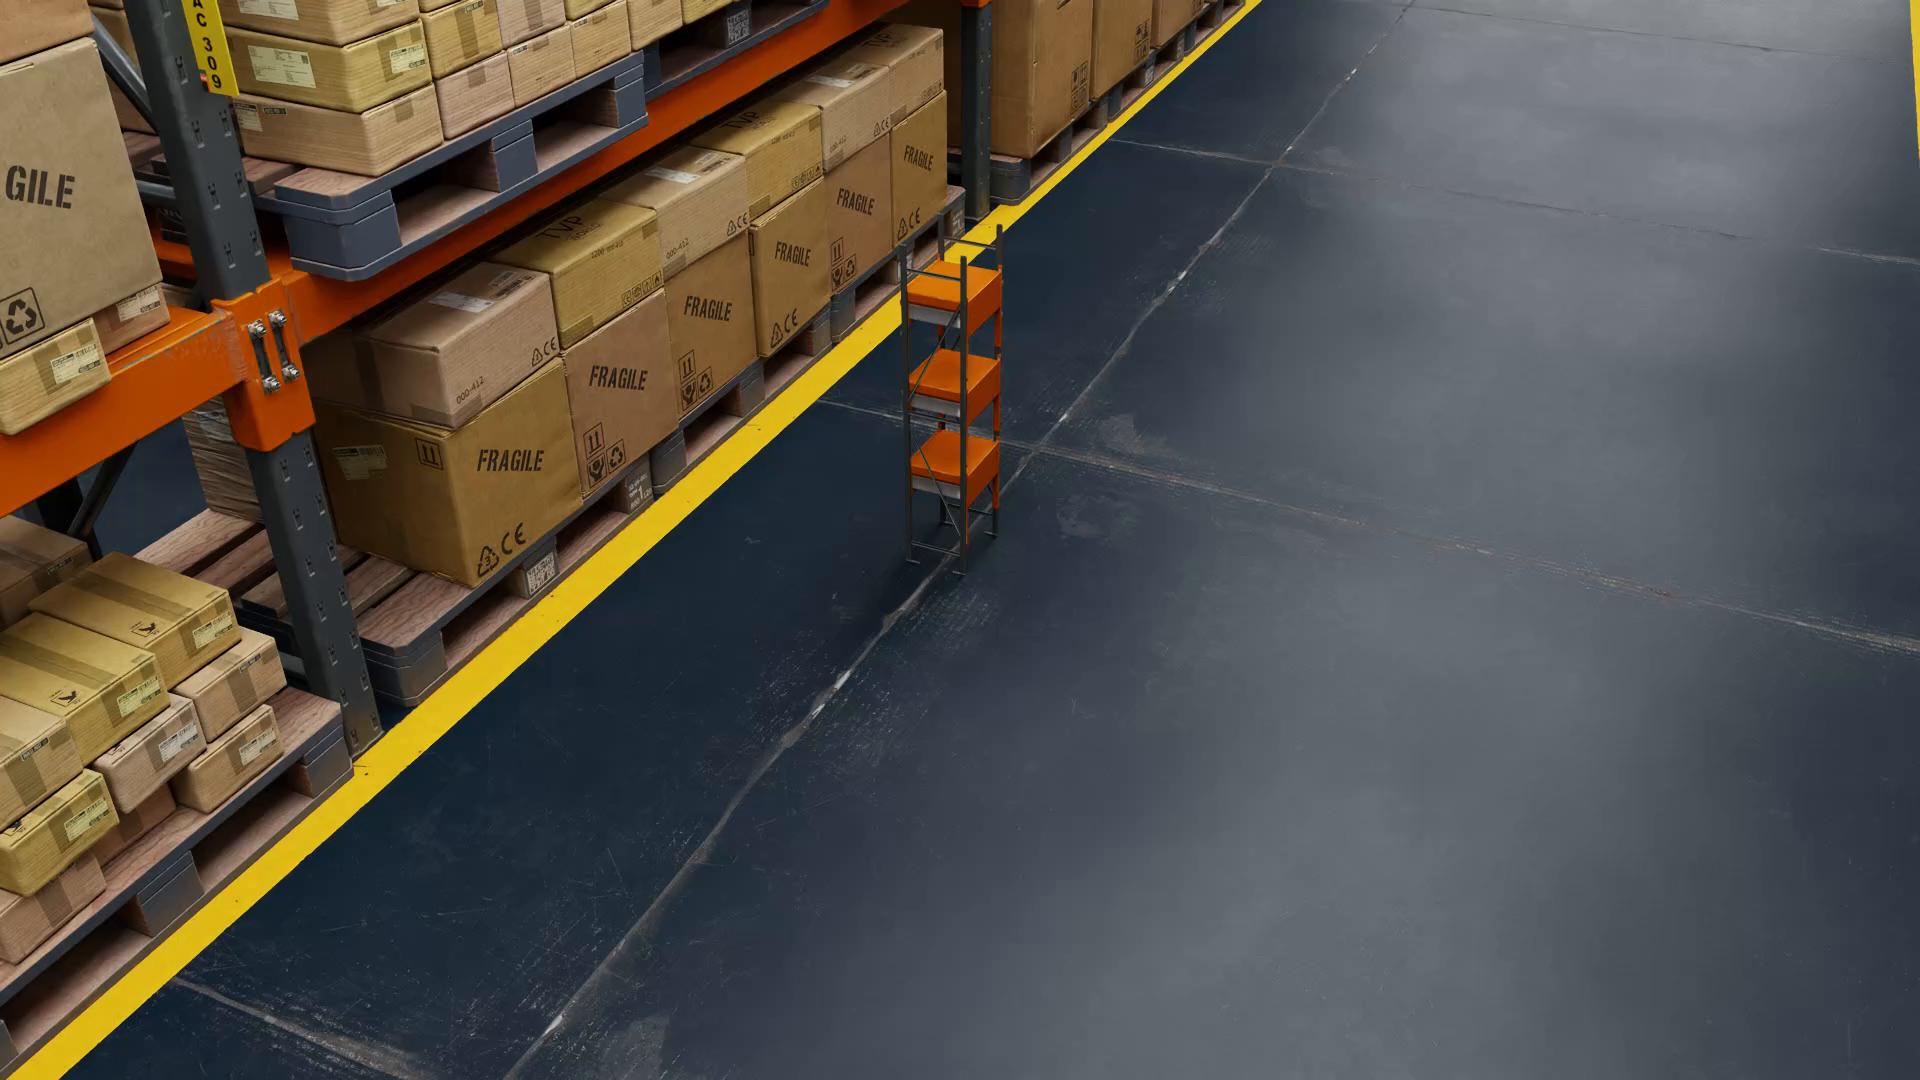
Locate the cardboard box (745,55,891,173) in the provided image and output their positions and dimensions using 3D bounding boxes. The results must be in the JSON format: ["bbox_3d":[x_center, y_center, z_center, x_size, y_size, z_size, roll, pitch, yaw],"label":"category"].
[{"bbox_3d":[-0.594,-1.595,6.160,0.500,0.250,0.500,15,36,21],"label":"cardboard box"}]

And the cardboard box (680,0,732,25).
[{"bbox_3d":[-0.894,-1.627,4.842,0.380,0.149,0.250,14,36,20],"label":"cardboard box"}]

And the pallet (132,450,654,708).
[{"bbox_3d":[-1.694,-0.036,5.112,1.003,0.211,1.213,14,36,20],"label":"pallet"}]

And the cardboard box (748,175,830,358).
[{"bbox_3d":[-0.810,-1.024,5.973,0.500,0.500,0.500,13,35,18],"label":"cardboard box"}]

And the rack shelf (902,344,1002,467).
[{"bbox_3d":[-0.022,-0.404,4.927,0.215,0.259,0.240,14,36,20],"label":"rack shelf"}]

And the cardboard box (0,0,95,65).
[{"bbox_3d":[-1.969,-1.102,2.921,0.500,0.500,0.500,13,35,19],"label":"cardboard box"}]

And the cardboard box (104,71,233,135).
[{"bbox_3d":[-2.032,-1.128,4.080,0.380,0.149,0.250,13,36,19],"label":"cardboard box"}]

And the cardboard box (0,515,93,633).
[{"bbox_3d":[-2.351,0.078,4.070,0.380,0.149,0.250,16,36,22],"label":"cardboard box"}]

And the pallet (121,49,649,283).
[{"bbox_3d":[-1.566,-1.081,4.338,1.003,0.211,1.213,14,36,20],"label":"pallet"}]

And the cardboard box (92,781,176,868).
[{"bbox_3d":[-2.058,0.586,3.837,0.380,0.149,0.250,15,36,22],"label":"cardboard box"}]

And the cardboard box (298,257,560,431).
[{"bbox_3d":[-1.469,-0.565,4.589,0.500,0.250,0.500,13,35,18],"label":"cardboard box"}]

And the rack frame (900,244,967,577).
[{"bbox_3d":[-0.073,-0.352,4.829,0.200,1.050,0.008,14,36,20],"label":"rack frame"}]

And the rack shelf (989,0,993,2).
[{"bbox_3d":[0.492,-3.501,8.510,1.077,0.370,4.000,14,36,20],"label":"rack shelf"}]

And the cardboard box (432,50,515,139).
[{"bbox_3d":[-1.325,-1.115,4.060,0.380,0.149,0.250,15,36,21],"label":"cardboard box"}]

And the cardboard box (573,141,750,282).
[{"bbox_3d":[-1.031,-1.084,5.380,0.500,0.250,0.500,16,36,22],"label":"cardboard box"}]

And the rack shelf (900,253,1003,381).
[{"bbox_3d":[-0.022,-0.641,4.772,0.215,0.259,0.240,14,36,20],"label":"rack shelf"}]

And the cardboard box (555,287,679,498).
[{"bbox_3d":[-1.248,-0.515,5.197,0.500,0.500,0.500,16,36,23],"label":"cardboard box"}]

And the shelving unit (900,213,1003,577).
[{"bbox_3d":[-0.022,-0.412,4.921,0.215,1.050,0.252,14,36,20],"label":"shelving unit"}]

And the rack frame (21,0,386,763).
[{"bbox_3d":[-2.018,-0.814,3.756,1.000,3.000,0.127,14,36,20],"label":"rack frame"}]

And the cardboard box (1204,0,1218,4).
[{"bbox_3d":[1.151,-3.703,9.831,1.050,0.750,0.750,14,36,20],"label":"cardboard box"}]

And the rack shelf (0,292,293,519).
[{"bbox_3d":[-2.855,0.483,2.434,1.077,0.370,4.000,14,36,20],"label":"rack shelf"}]

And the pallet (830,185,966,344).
[{"bbox_3d":[-0.673,-1.251,6.966,1.003,0.211,1.213,14,36,20],"label":"pallet"}]

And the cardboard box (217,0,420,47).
[{"bbox_3d":[-1.436,-1.224,3.685,0.380,0.149,0.250,16,37,23],"label":"cardboard box"}]

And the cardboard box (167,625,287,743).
[{"bbox_3d":[-1.861,0.308,3.990,0.380,0.149,0.250,15,36,21],"label":"cardboard box"}]

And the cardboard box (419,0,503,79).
[{"bbox_3d":[-1.329,-1.229,3.964,0.380,0.149,0.250,13,36,20],"label":"cardboard box"}]

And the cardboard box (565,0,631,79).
[{"bbox_3d":[-1.111,-1.363,4.439,0.380,0.149,0.250,15,36,21],"label":"cardboard box"}]

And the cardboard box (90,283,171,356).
[{"bbox_3d":[-1.925,-0.513,3.526,0.380,0.149,0.250,14,36,20],"label":"cardboard box"}]

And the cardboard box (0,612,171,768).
[{"bbox_3d":[-2.002,0.327,3.690,0.380,0.149,0.250,15,36,21],"label":"cardboard box"}]

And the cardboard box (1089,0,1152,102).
[{"bbox_3d":[0.354,-2.760,8.392,1.050,0.750,0.750,15,36,21],"label":"cardboard box"}]

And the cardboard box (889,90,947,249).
[{"bbox_3d":[-0.383,-1.549,6.773,0.500,0.500,0.500,14,36,20],"label":"cardboard box"}]

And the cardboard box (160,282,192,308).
[{"bbox_3d":[-1.936,-0.687,4.775,0.500,0.250,0.500,13,36,19],"label":"cardboard box"}]

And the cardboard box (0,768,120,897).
[{"bbox_3d":[-2.059,0.583,3.571,0.380,0.149,0.250,13,35,19],"label":"cardboard box"}]

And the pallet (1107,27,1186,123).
[{"bbox_3d":[0.565,-2.621,9.054,1.003,0.211,1.213,14,36,20],"label":"pallet"}]

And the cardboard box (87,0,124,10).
[{"bbox_3d":[-2.028,-1.378,3.920,0.380,0.149,0.250,16,36,23],"label":"cardboard box"}]

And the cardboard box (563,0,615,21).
[{"bbox_3d":[-1.113,-1.487,4.358,0.380,0.149,0.250,13,35,18],"label":"cardboard box"}]
